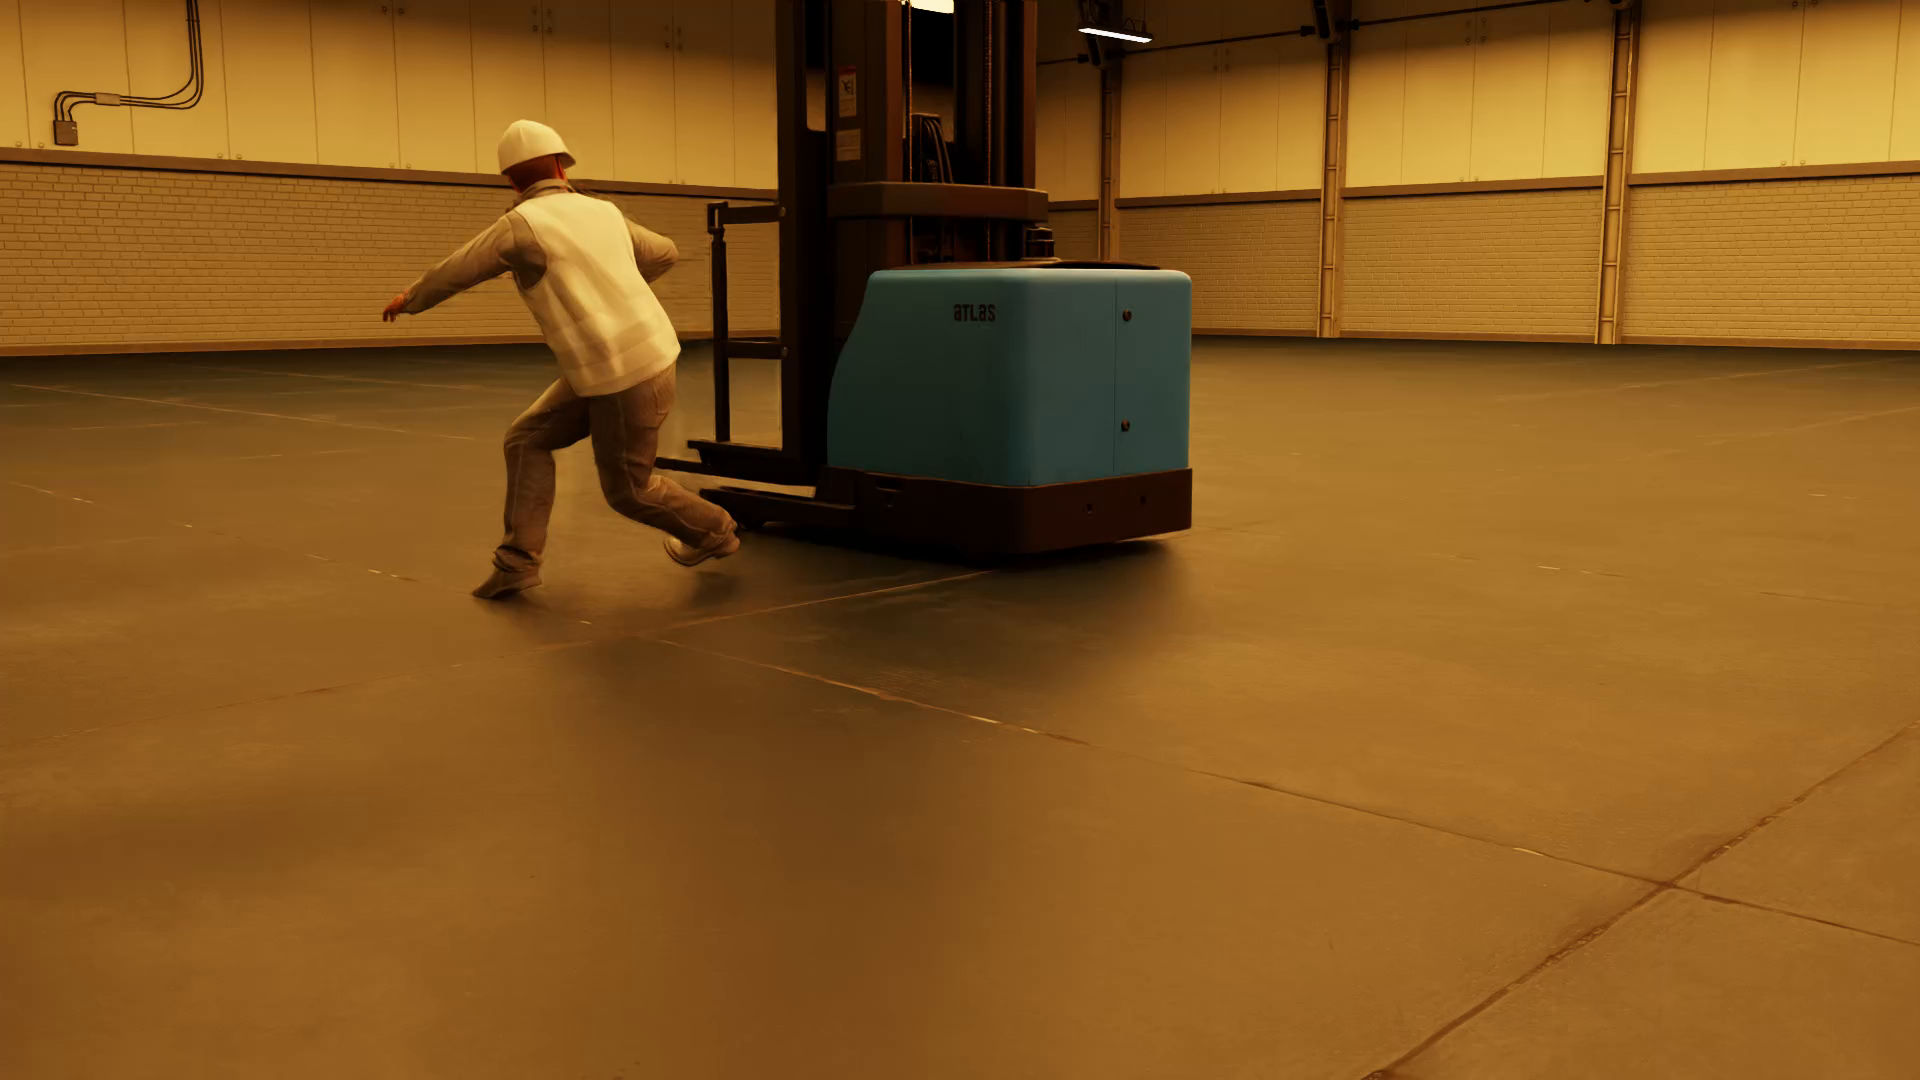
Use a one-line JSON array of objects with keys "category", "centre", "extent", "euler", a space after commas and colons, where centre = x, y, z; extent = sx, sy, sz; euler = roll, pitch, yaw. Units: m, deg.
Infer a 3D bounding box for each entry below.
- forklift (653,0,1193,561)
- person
[{"category": "forklift", "centre": [-0.471, -1.537, 7.081], "extent": [1.130, 2.935, 3.031], "euler": [-8, 12, -43]}, {"category": "person", "centre": [-1.330, -0.592, 5.565], "extent": [1.069, 1.559, 0.909], "euler": [1, 9, 5]}]
